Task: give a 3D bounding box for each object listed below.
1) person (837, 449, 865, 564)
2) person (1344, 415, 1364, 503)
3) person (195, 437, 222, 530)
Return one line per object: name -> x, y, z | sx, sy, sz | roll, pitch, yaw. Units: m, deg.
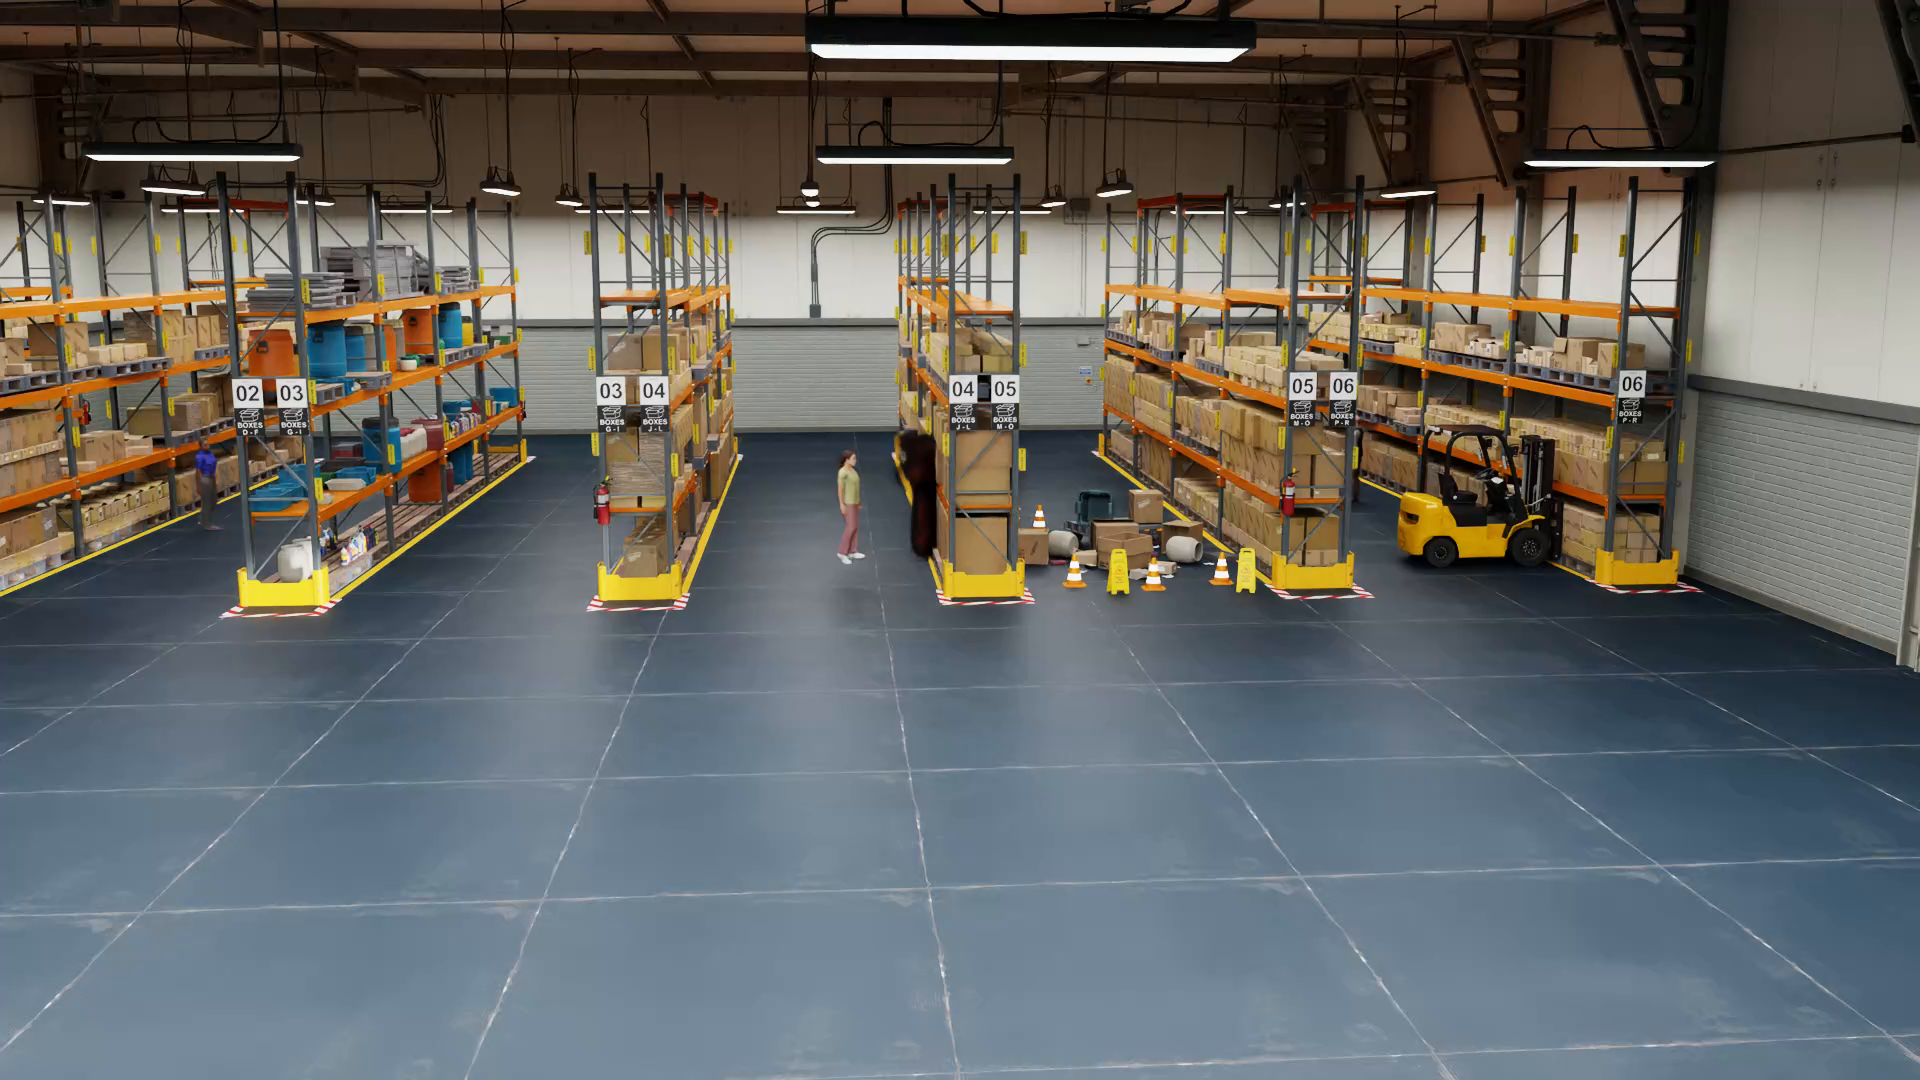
person -> -1.655, -0.522, 25.264 | 0.394, 1.715, 0.495 | 3, 11, 18
person -> 7.769, -1.612, 32.924 | 0.379, 1.725, 0.585 | 5, 11, 27
person -> -13.404, -0.999, 29.564 | 0.425, 1.674, 0.481 | -2, 10, -11
